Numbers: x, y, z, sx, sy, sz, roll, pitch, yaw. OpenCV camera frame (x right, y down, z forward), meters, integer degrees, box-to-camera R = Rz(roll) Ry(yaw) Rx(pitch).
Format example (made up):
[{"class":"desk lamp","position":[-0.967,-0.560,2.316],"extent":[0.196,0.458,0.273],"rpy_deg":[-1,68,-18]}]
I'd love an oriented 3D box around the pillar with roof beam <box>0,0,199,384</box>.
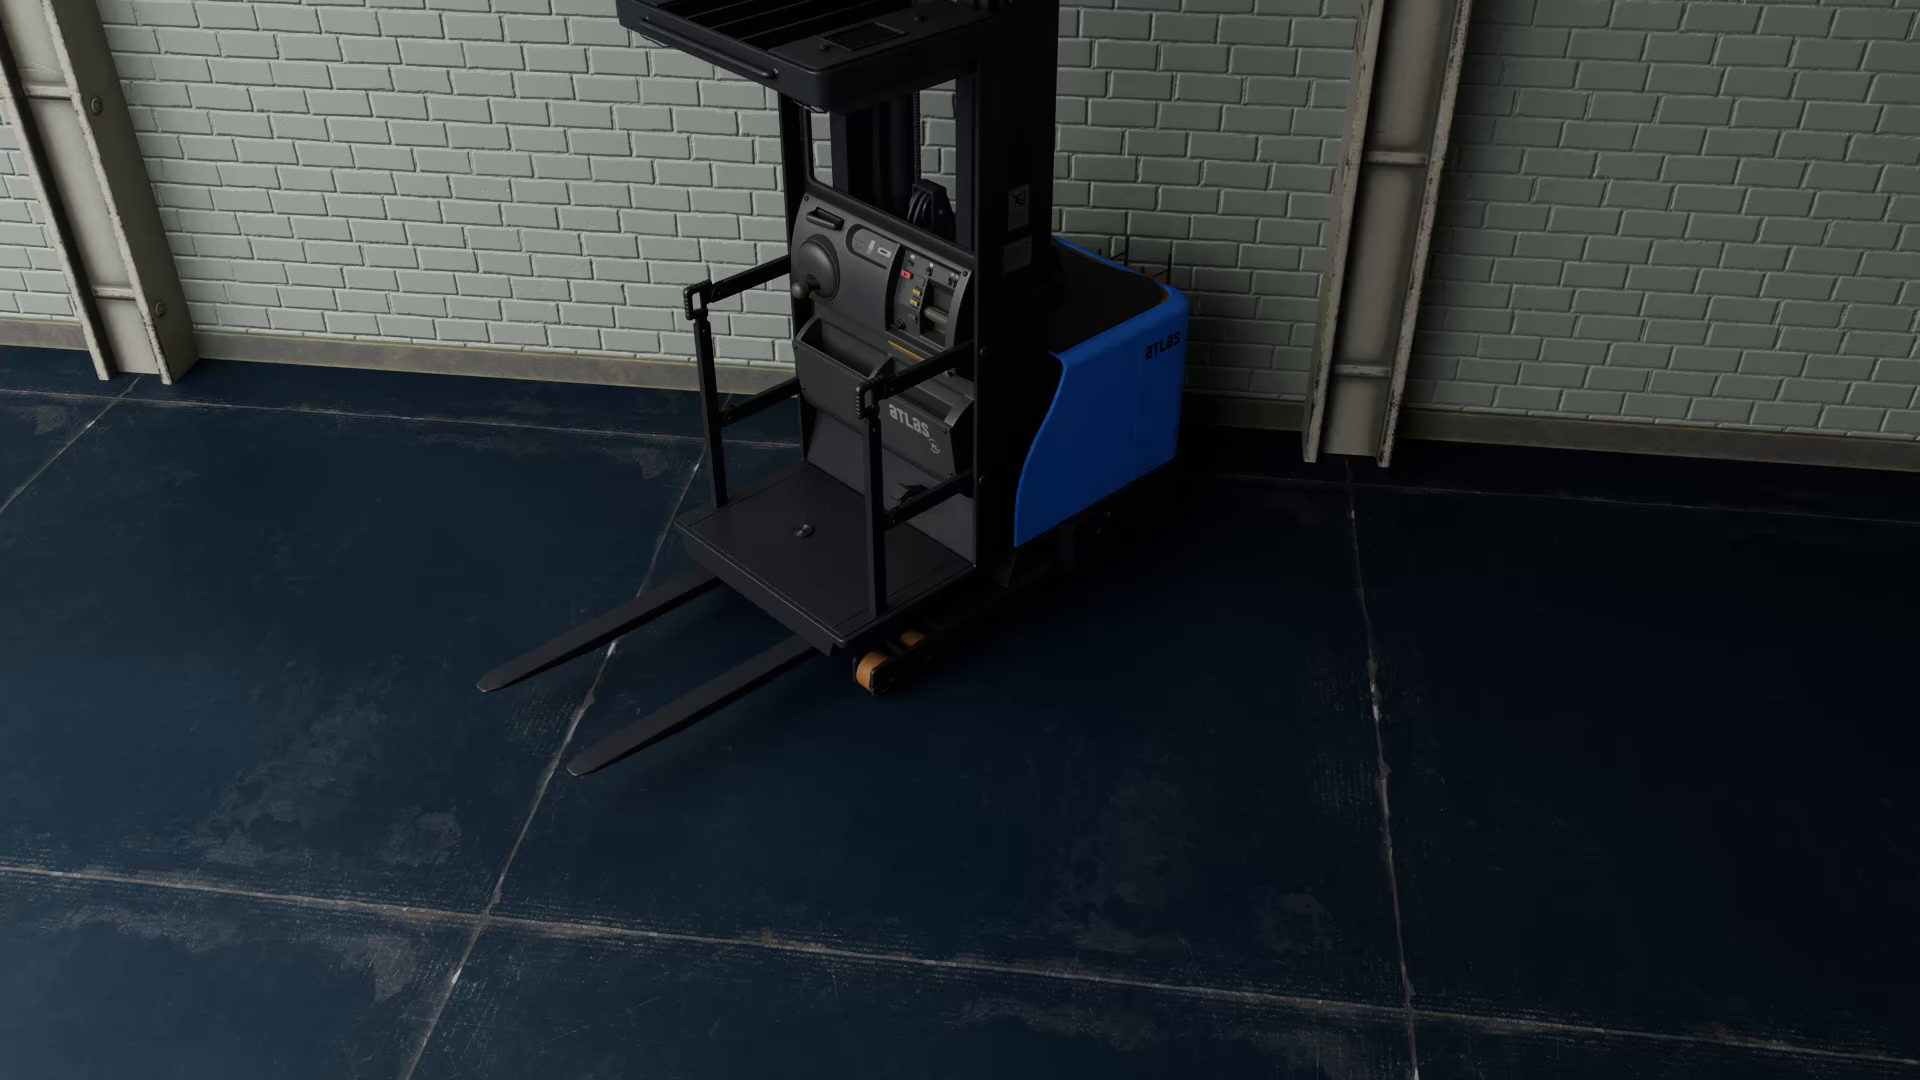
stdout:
[{"class":"pillar with roof beam","position":[-4.677,-2.067,2.399],"extent":[0.400,9.000,9.100],"rpy_deg":[4,36,6]}]

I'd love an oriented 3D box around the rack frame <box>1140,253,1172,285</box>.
[{"class":"rack frame","position":[0.842,-0.770,7.425],"extent":[0.200,1.050,0.008],"rpy_deg":[-30,45,-35]}]

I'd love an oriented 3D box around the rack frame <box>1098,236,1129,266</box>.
[{"class":"rack frame","position":[0.671,-0.871,7.567],"extent":[0.200,1.050,0.008],"rpy_deg":[-30,45,-35]}]

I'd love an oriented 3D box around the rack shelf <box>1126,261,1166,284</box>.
[{"class":"rack shelf","position":[0.757,-1.043,7.337],"extent":[0.215,0.259,0.240],"rpy_deg":[-30,45,-35]}]

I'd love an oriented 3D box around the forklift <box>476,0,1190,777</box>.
[{"class":"forklift","position":[-0.455,-0.943,6.048],"extent":[3.031,2.935,1.130],"rpy_deg":[-29,45,-34]}]

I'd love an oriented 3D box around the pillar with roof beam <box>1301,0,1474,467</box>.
[{"class":"pillar with roof beam","position":[1.274,-1.623,1.777],"extent":[0.400,9.000,9.100],"rpy_deg":[4,36,6]}]

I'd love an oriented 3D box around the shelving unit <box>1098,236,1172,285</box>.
[{"class":"shelving unit","position":[0.757,-0.820,7.496],"extent":[0.215,1.050,0.252],"rpy_deg":[-30,45,-35]}]
